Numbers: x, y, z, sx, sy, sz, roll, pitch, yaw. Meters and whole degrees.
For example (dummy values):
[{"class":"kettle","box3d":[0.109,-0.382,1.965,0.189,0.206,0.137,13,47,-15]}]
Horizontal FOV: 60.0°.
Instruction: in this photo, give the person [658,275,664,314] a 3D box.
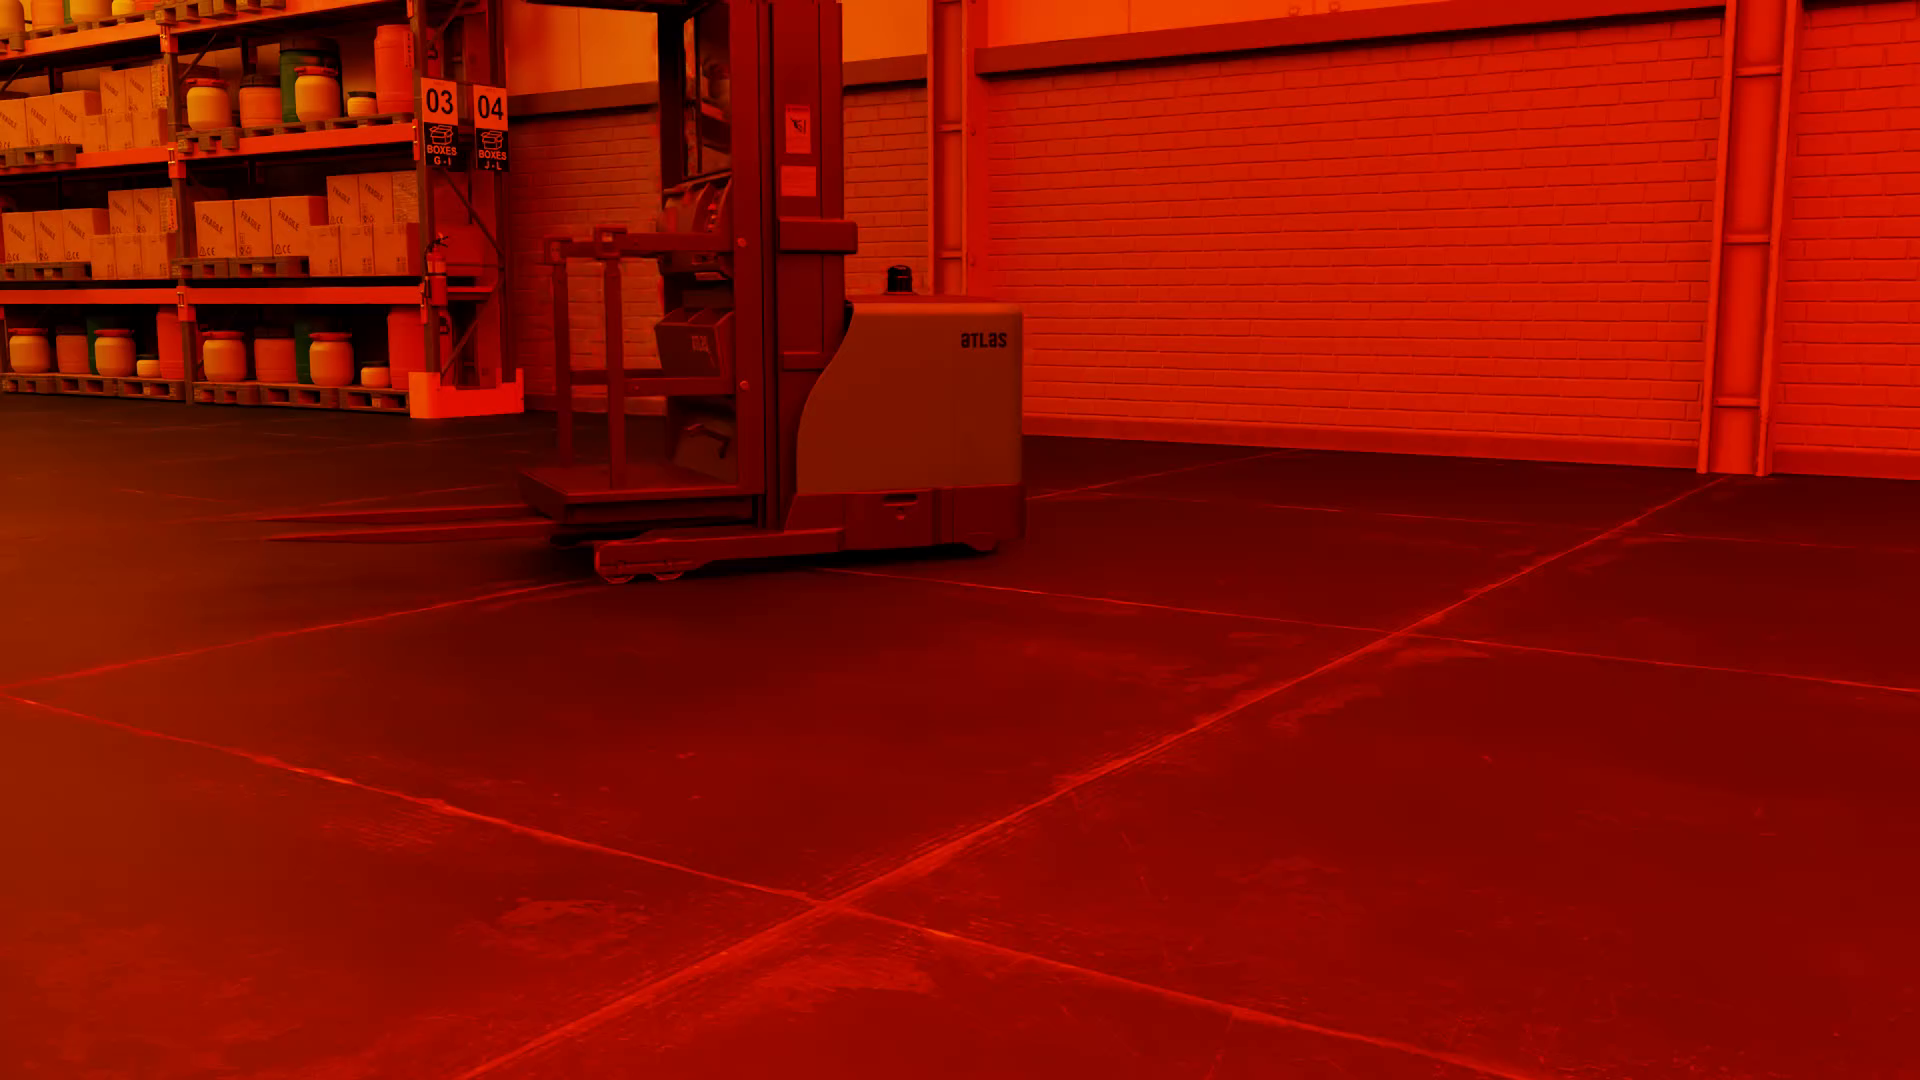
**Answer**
[{"class":"person","box3d":[-1.251,-0.980,8.959,0.794,1.604,0.824,3,9,18]}]

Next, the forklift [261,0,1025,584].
[{"class":"forklift","box3d":[-1.279,-1.365,6.795,3.031,2.935,1.130,-4,9,-24]}]
